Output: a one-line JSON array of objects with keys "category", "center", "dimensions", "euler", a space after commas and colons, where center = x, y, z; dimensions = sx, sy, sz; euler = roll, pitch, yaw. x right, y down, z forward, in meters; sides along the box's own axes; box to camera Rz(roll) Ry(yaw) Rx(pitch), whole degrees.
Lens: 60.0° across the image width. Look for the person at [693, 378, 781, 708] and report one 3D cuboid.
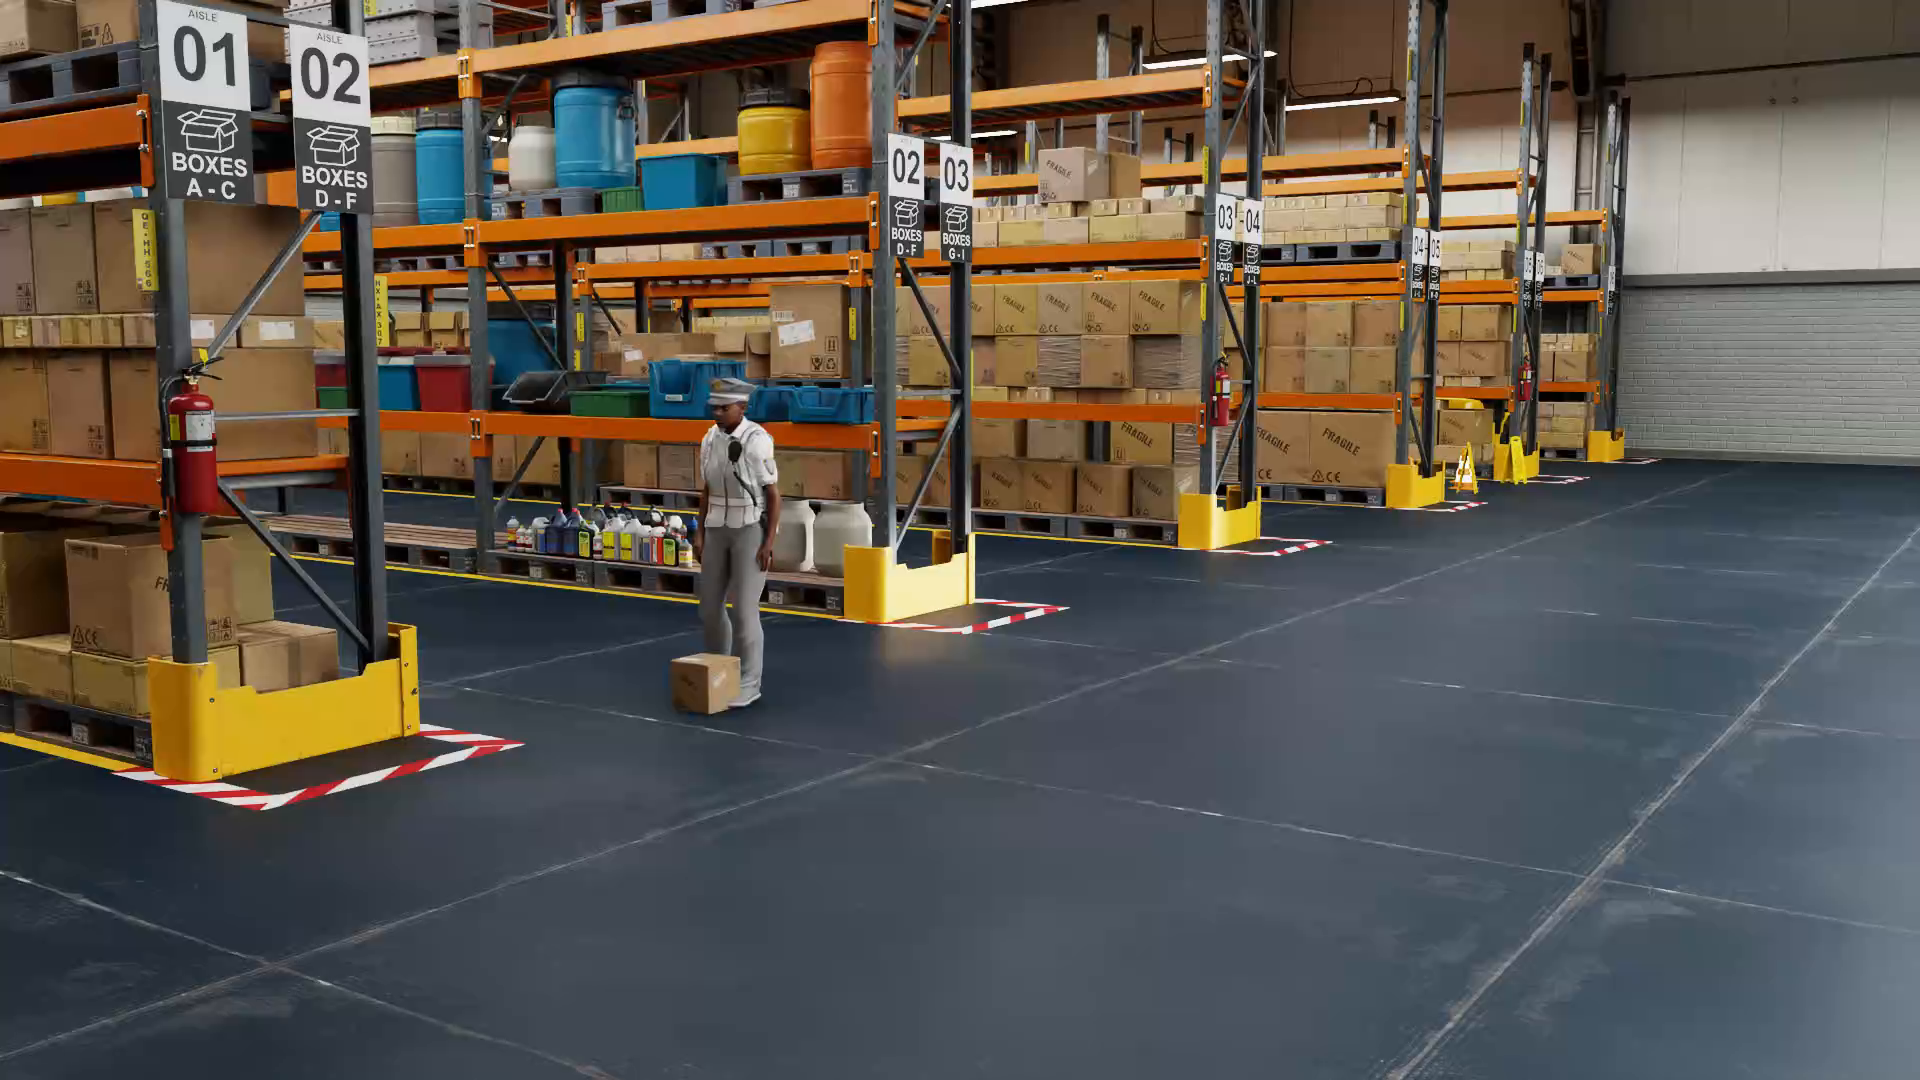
[{"category": "person", "center": [-1.165, 0.002, 8.495], "dimensions": [0.525, 1.658, 0.427], "euler": [4, 7, 30]}]
